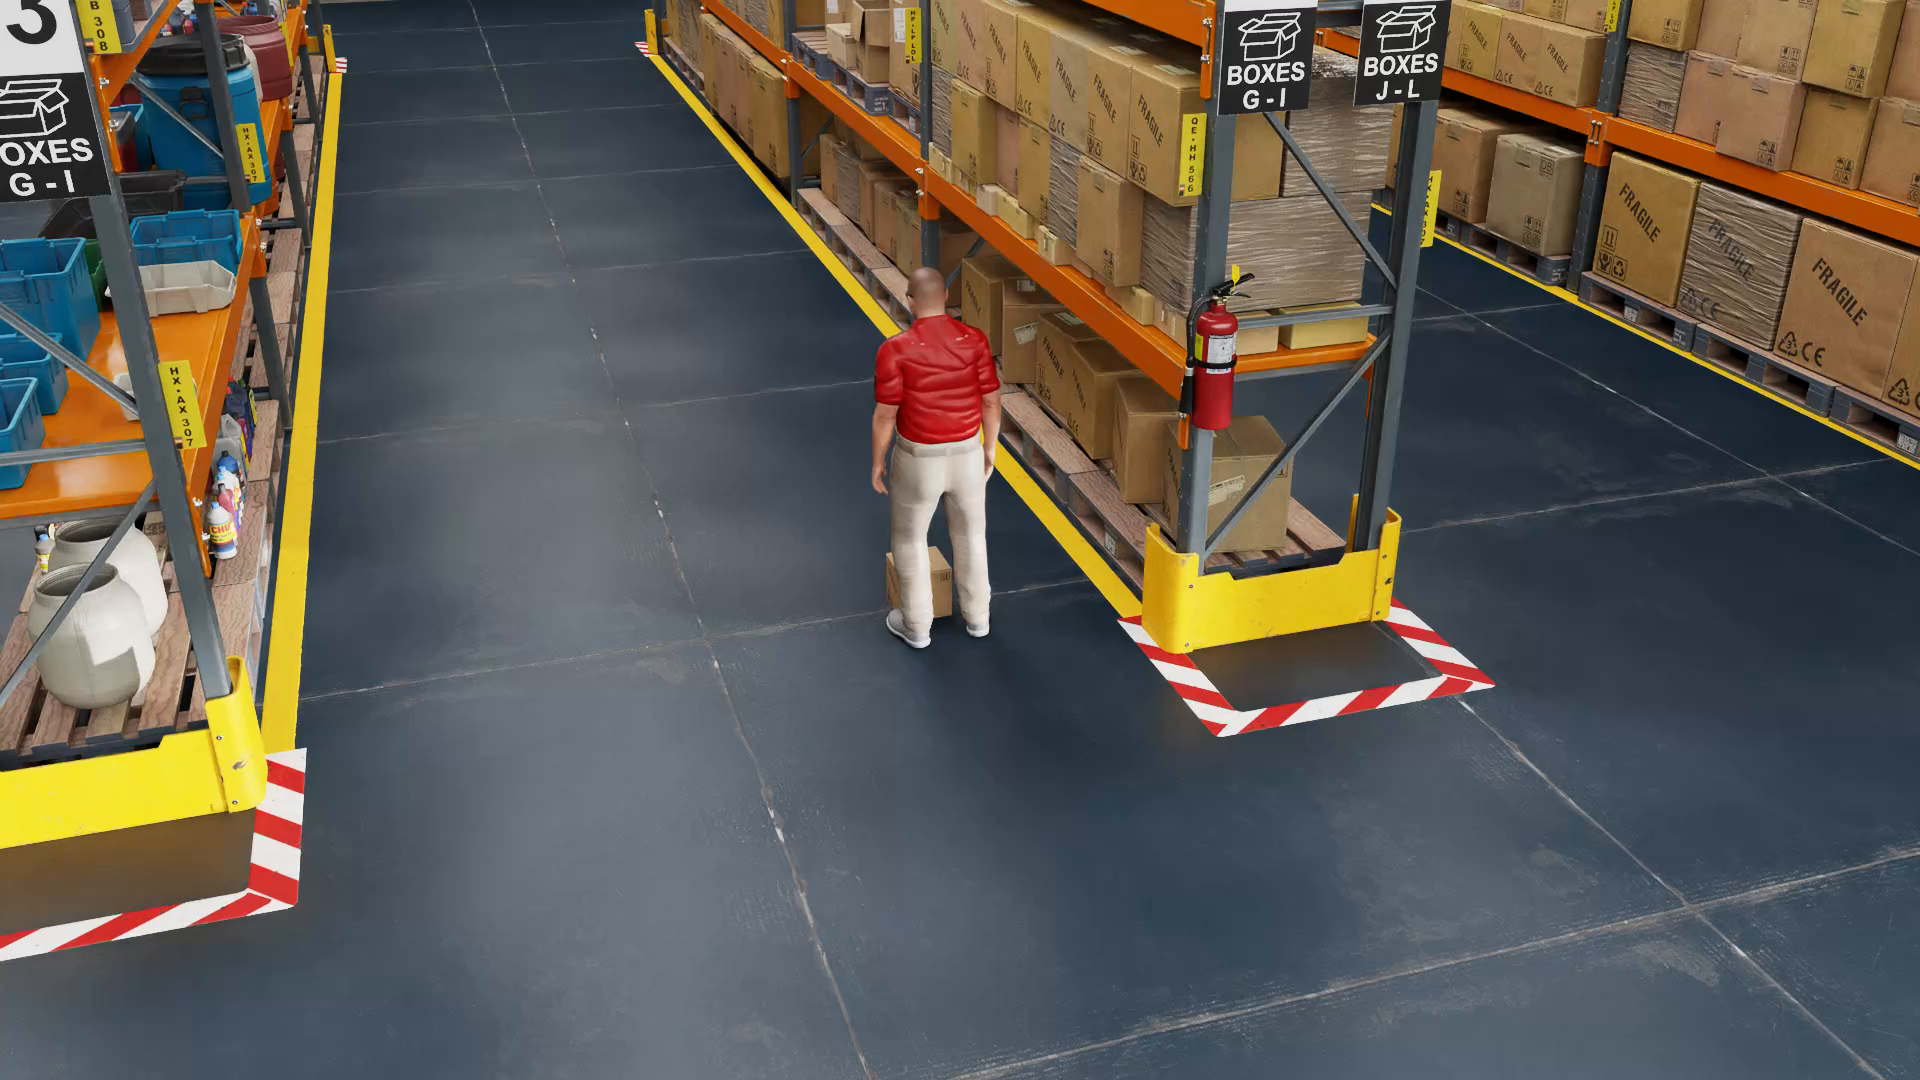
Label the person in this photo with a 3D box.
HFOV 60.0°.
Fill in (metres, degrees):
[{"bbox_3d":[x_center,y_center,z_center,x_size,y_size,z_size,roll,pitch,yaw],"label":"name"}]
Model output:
[{"bbox_3d":[-0.107,-0.311,7.362,0.586,1.638,0.393,-8,27,-16],"label":"person"}]
